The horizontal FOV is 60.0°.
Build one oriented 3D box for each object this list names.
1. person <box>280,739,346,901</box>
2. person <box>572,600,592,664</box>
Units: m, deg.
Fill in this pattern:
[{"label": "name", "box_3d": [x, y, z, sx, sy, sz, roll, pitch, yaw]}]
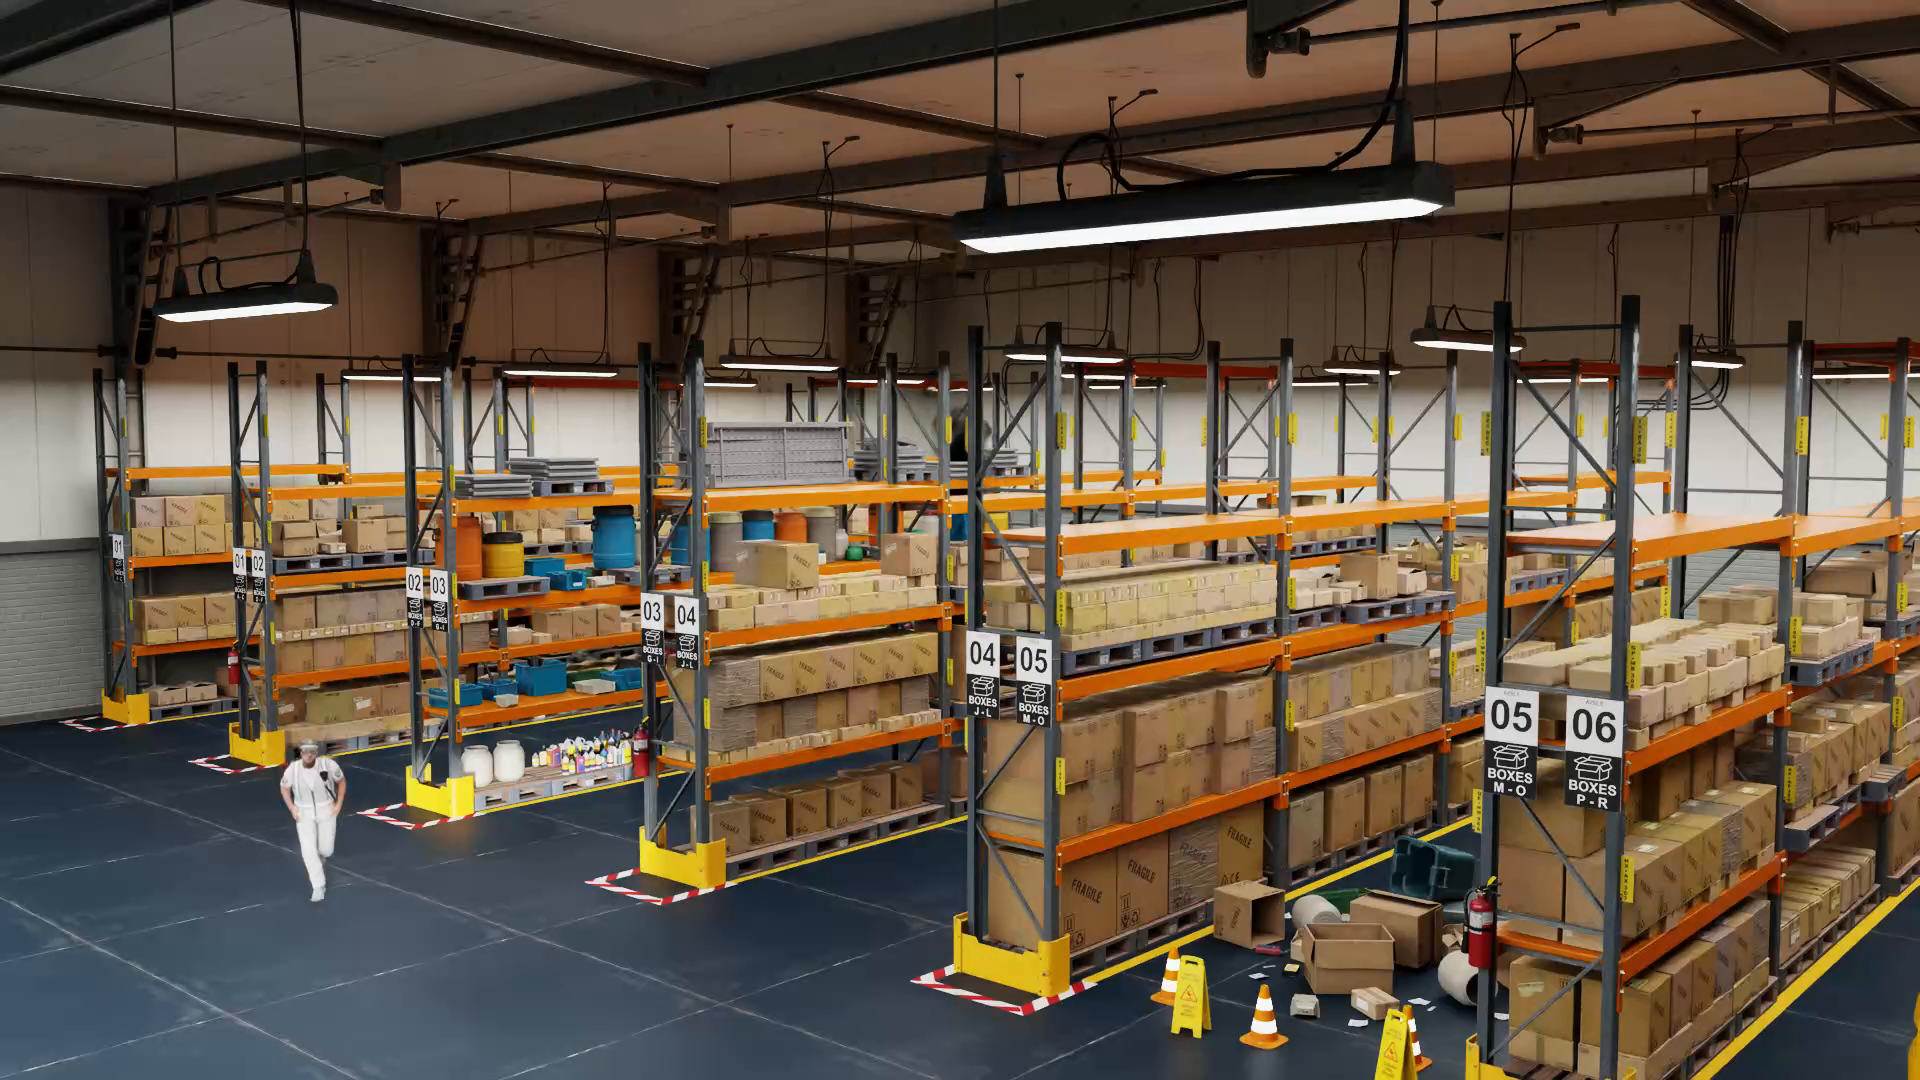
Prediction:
[{"label": "person", "box_3d": [-7.049, 2.994, 18.148, 0.671, 1.769, 0.899, -2, 5, -22]}, {"label": "person", "box_3d": [-7.307, 1.905, 32.456, 0.687, 1.743, 0.704, 3, 5, 31]}]
